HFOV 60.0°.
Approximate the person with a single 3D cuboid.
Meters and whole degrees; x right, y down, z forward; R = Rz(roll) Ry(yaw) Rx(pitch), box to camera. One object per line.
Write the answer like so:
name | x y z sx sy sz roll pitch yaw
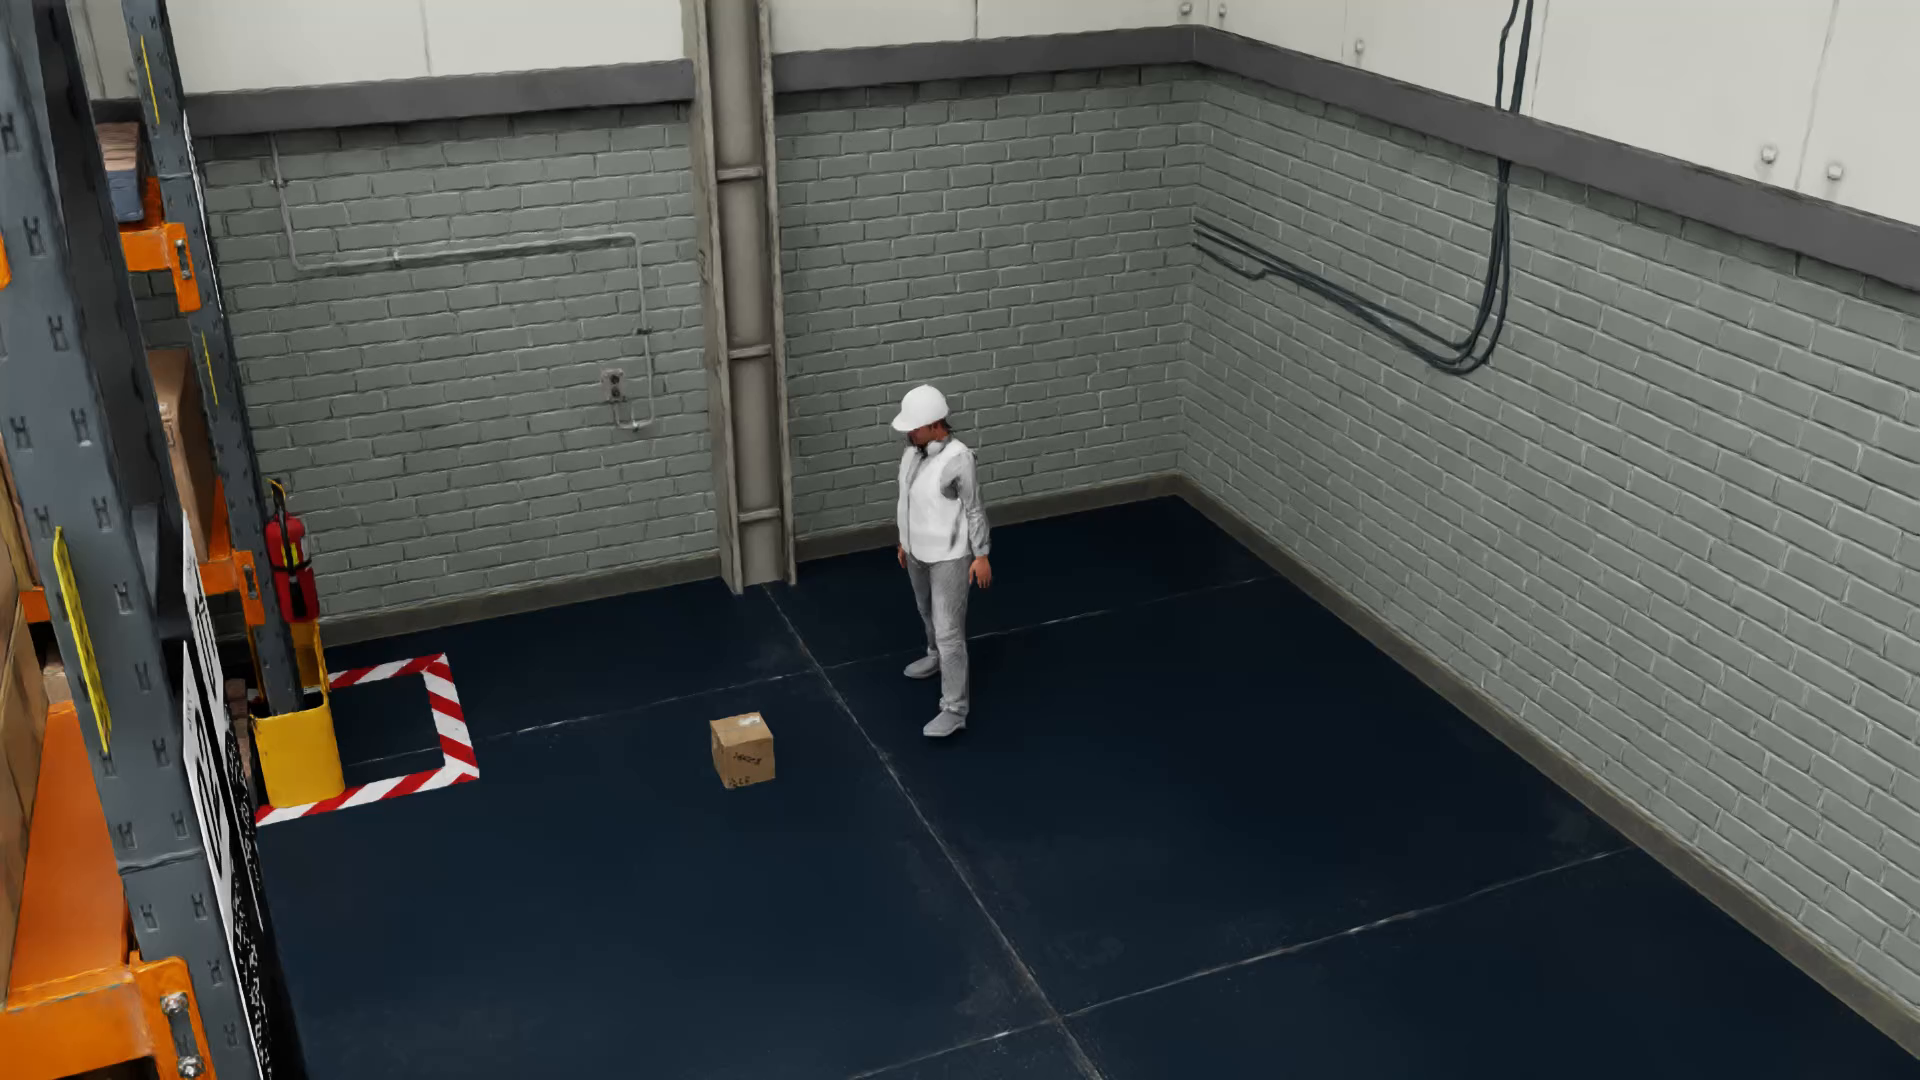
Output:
person | -0.112 0.073 8.419 0.642 1.748 0.750 -18 31 -32
